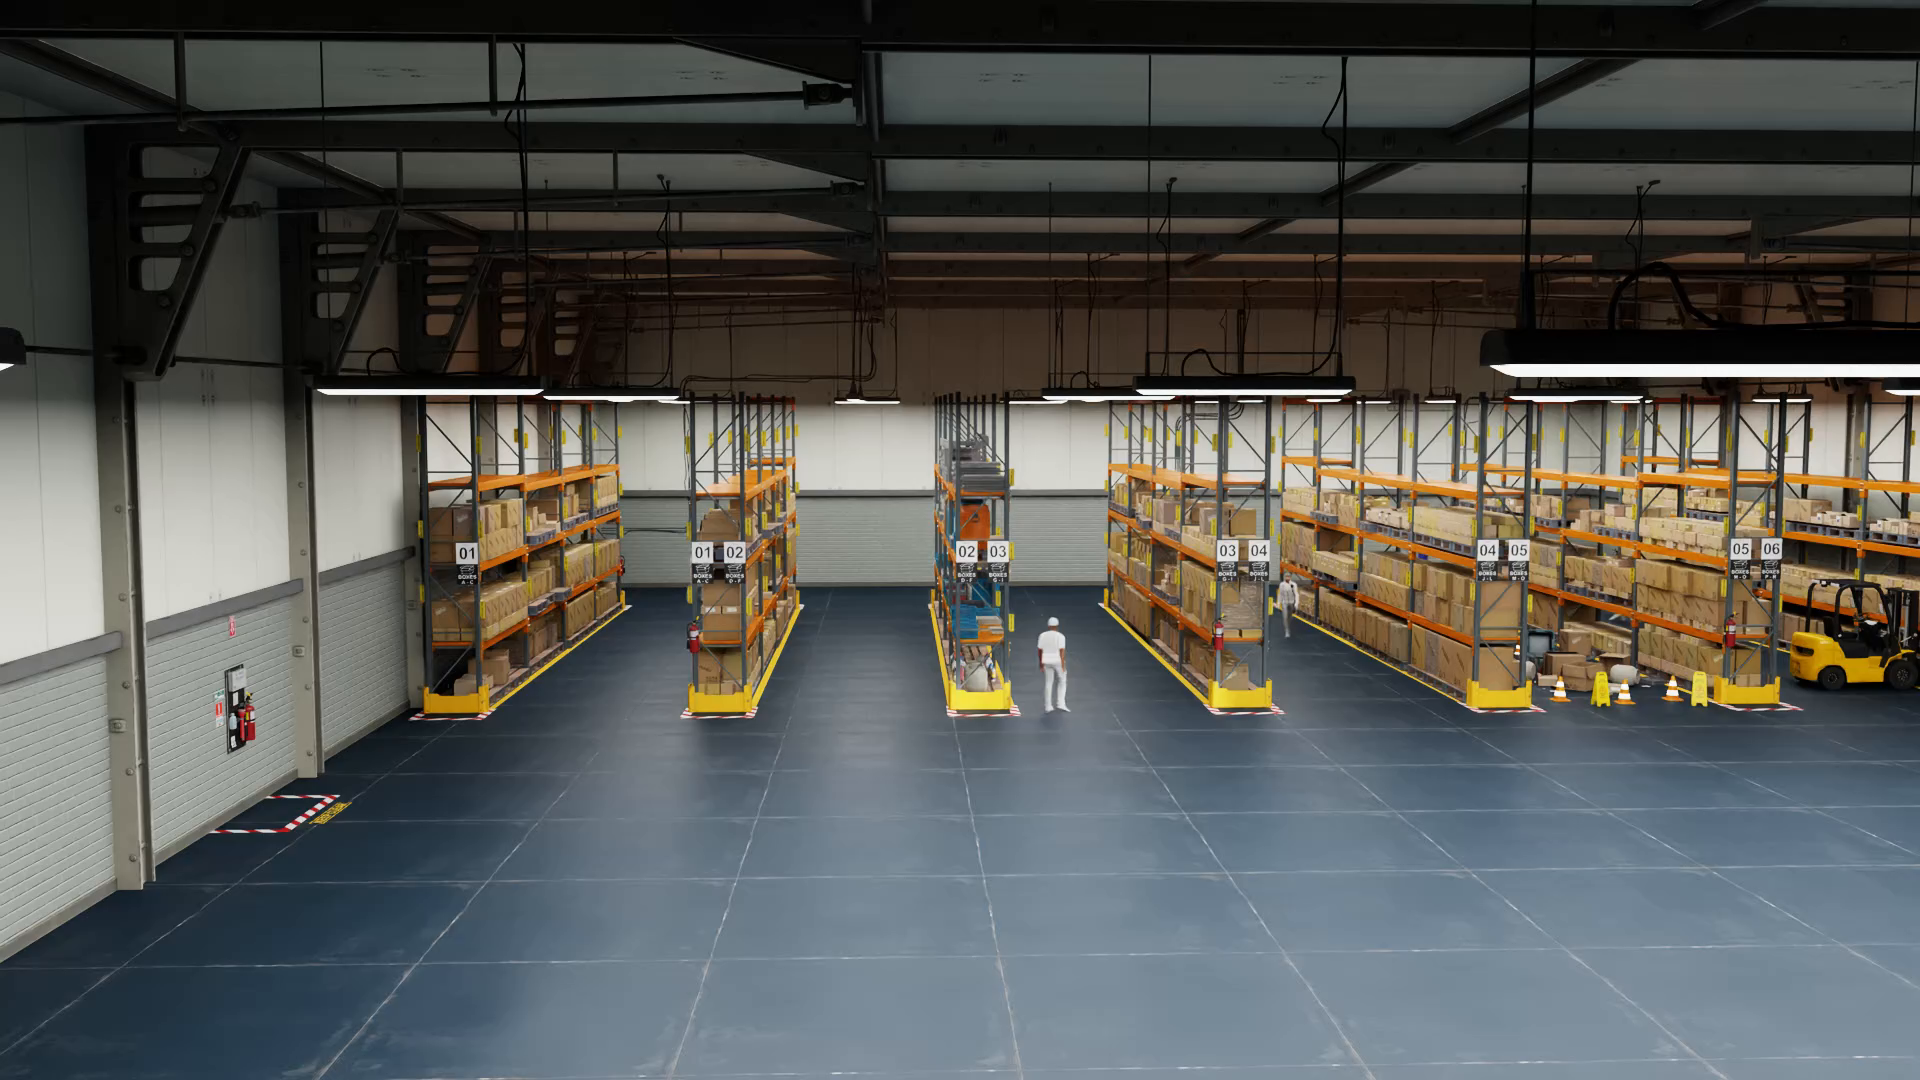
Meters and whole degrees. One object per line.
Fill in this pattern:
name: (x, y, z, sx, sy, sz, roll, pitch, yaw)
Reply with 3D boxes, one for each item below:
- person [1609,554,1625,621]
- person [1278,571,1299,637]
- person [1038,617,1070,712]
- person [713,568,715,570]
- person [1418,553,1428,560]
person: (17.586, 1.269, 44.435, 0.610, 1.771, 0.491, -3, 6, -34)
person: (8.196, 1.572, 41.414, 0.483, 1.619, 1.042, 0, 5, -1)
person: (1.716, 2.363, 31.228, 0.633, 1.818, 0.550, 2, 5, 27)
person: (-7.296, 1.008, 48.543, 0.440, 1.680, 0.508, 0, 5, -3)
person: (14.141, 0.812, 51.034, 0.724, 1.639, 0.484, 3, 5, 30)
